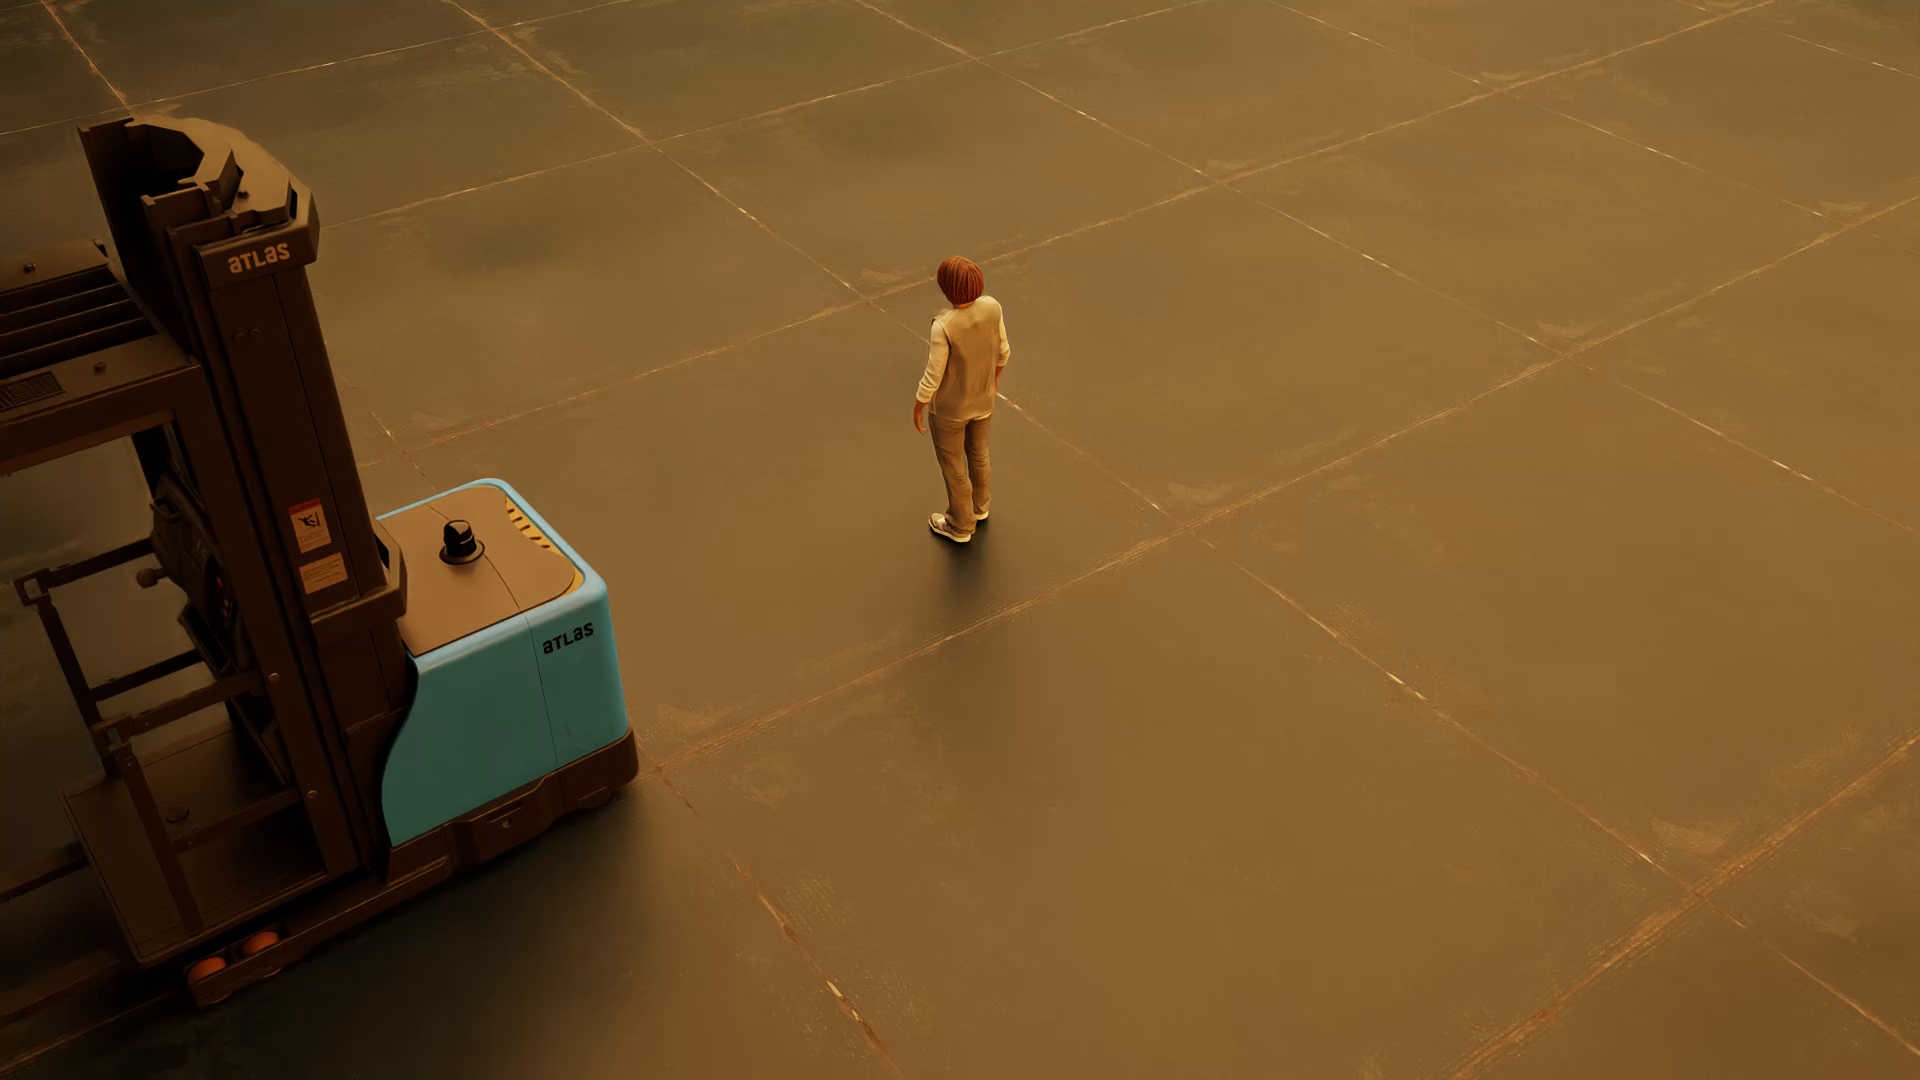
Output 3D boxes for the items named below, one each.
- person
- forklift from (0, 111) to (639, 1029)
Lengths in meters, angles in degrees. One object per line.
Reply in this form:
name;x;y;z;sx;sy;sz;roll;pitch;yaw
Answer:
person;-0.031;-0.688;7.985;0.521;1.596;0.475;-23;42;-28
forklift;-2.824;0.164;5.723;3.031;2.935;1.130;-25;43;-30
